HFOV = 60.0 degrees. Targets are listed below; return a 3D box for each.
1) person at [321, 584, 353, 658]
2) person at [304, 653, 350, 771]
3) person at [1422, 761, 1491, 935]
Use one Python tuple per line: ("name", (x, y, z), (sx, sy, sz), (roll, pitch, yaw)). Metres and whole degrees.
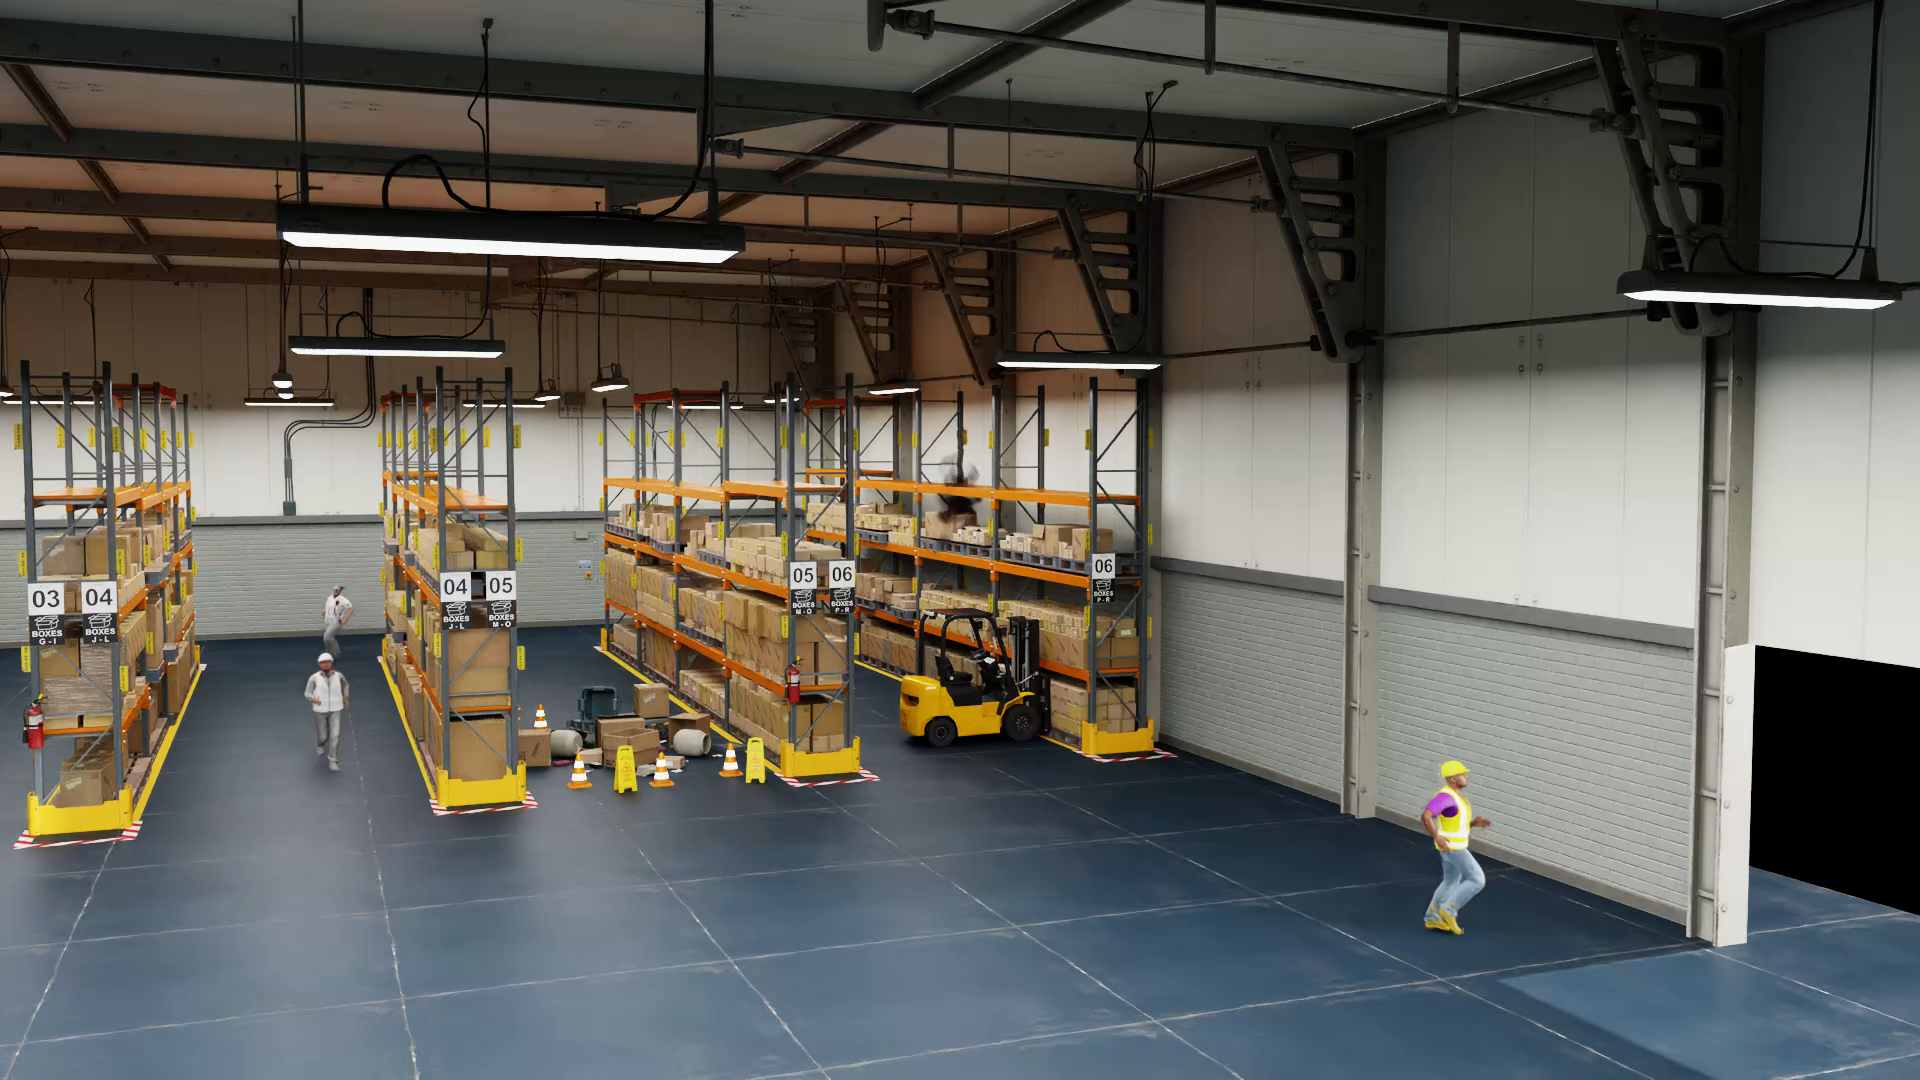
("person", (-14.180, 1.885, 37.724), (0.716, 1.784, 0.658), (2, 4, 28))
("person", (-9.648, 2.602, 25.413), (0.676, 1.751, 0.945), (-2, 4, -28))
("person", (5.025, 3.105, 16.823), (0.660, 1.741, 0.692), (1, 4, 19))
